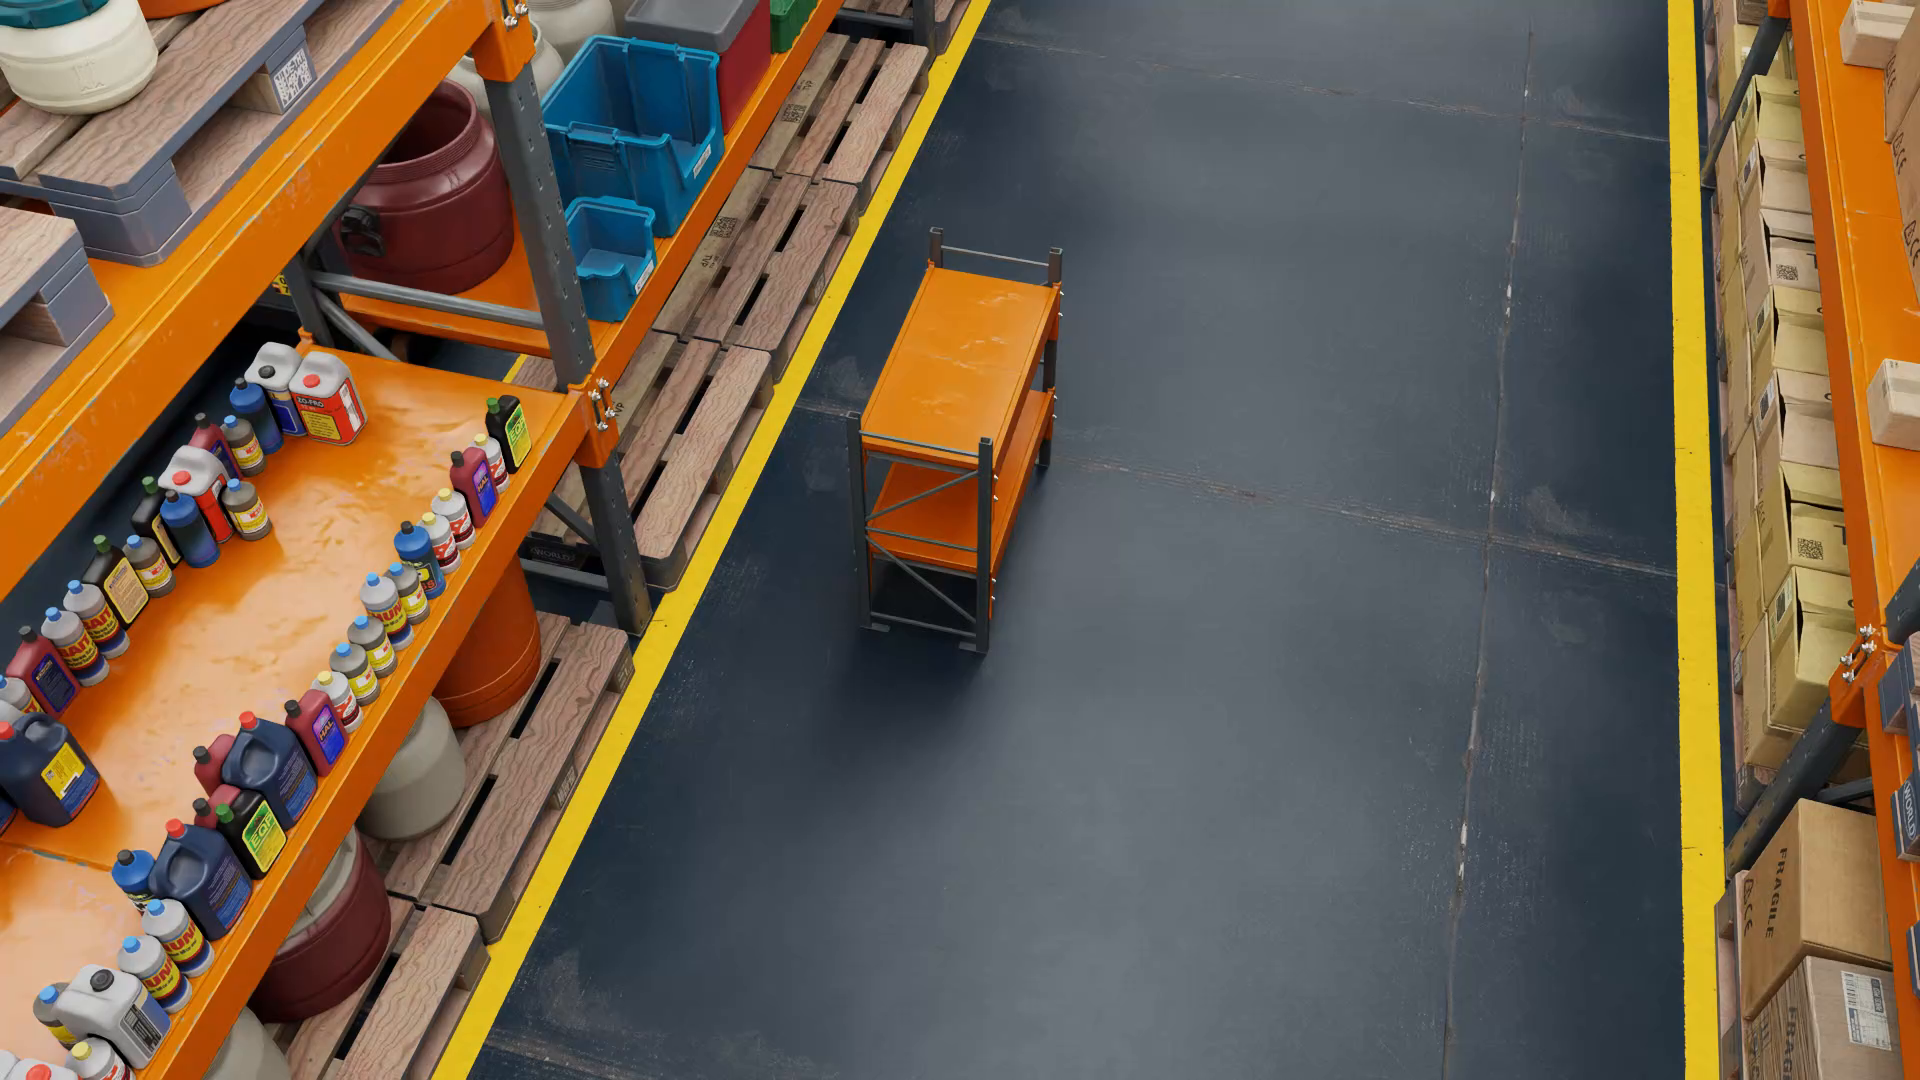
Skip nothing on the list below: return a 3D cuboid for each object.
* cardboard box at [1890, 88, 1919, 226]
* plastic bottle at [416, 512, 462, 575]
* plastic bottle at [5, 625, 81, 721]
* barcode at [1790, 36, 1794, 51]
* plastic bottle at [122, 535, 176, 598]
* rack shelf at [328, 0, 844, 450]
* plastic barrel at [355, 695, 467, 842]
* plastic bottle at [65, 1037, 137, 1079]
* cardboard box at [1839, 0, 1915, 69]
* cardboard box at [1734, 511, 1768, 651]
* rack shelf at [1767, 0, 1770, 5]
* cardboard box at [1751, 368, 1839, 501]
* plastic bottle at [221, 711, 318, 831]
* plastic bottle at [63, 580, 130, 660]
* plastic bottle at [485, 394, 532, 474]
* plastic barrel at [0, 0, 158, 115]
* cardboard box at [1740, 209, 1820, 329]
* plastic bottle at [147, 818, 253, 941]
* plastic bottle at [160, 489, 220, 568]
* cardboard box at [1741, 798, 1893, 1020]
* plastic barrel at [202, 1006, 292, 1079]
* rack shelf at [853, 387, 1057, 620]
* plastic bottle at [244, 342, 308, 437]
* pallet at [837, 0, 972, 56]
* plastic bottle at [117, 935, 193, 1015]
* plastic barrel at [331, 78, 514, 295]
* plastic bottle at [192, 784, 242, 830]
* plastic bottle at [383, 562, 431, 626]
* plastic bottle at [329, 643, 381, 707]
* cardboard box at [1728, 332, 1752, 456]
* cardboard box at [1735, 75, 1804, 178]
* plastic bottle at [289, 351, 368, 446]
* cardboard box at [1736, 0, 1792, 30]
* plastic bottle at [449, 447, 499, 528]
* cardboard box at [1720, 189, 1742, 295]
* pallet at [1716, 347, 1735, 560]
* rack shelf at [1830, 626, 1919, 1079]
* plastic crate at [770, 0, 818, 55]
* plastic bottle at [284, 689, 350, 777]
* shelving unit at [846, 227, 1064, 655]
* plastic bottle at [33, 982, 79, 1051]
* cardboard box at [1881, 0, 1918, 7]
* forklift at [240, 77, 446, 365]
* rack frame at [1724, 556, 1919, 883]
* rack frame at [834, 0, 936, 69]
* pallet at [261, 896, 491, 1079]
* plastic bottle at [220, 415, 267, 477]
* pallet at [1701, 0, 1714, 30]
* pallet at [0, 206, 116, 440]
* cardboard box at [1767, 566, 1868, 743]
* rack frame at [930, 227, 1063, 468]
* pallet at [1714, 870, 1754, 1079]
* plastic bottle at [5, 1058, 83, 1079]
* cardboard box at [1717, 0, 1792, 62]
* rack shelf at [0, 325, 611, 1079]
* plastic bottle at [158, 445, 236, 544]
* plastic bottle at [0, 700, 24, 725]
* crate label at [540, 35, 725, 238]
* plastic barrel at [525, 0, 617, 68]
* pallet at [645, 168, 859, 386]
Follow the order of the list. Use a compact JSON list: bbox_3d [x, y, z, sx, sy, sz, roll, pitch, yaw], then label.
[{"bbox_3d":[3.661,-1.410,5.846,0.500,0.500,0.500,12,50,10],"label":"cardboard box"},{"bbox_3d":[-1.511,0.000,4.801,0.097,0.201,0.097,0,49,0],"label":"plastic bottle"},{"bbox_3d":[-2.455,0.355,4.433,0.061,0.283,0.133,12,50,10],"label":"plastic bottle"},{"bbox_3d":[3.680,-2.206,7.349,0.001,0.075,0.075,12,50,10],"label":"barcode"},{"bbox_3d":[-2.321,0.065,4.743,0.097,0.201,0.097,0,49,0],"label":"plastic bottle"},{"bbox_3d":[-1.155,-1.968,6.885,1.077,0.370,4.000,12,50,10],"label":"rack shelf"},{"bbox_3d":[-1.856,0.708,5.423,0.421,0.512,0.421,0,49,0],"label":"plastic barrel"},{"bbox_3d":[-1.944,1.192,3.749,0.097,0.201,0.097,0,49,0],"label":"plastic bottle"},{"bbox_3d":[3.719,-1.989,6.591,0.380,0.149,0.250,12,50,10],"label":"cardboard box"},{"bbox_3d":[3.132,0.189,6.055,0.500,0.250,0.500,11,49,10],"label":"cardboard box"},{"bbox_3d":[4.676,-3.881,8.573,1.077,0.370,4.000,12,50,10],"label":"rack shelf"},{"bbox_3d":[3.263,-0.363,6.169,0.500,0.311,0.500,11,50,10],"label":"cardboard box"},{"bbox_3d":[-1.759,0.567,4.200,0.144,0.351,0.185,12,50,10],"label":"plastic bottle"},{"bbox_3d":[-2.382,0.209,4.570,0.097,0.271,0.097,0,49,0],"label":"plastic bottle"},{"bbox_3d":[-1.376,-0.344,5.050,0.061,0.283,0.133,12,50,10],"label":"plastic bottle"},{"bbox_3d":[-1.822,-1.041,3.398,0.301,0.262,0.301,0,49,0],"label":"plastic barrel"},{"bbox_3d":[3.528,-1.102,6.820,0.500,0.311,0.500,10,49,9],"label":"cardboard box"},{"bbox_3d":[-1.843,0.797,3.997,0.144,0.351,0.185,12,50,10],"label":"plastic bottle"},{"bbox_3d":[-2.227,-0.043,4.792,0.097,0.271,0.097,0,49,0],"label":"plastic bottle"},{"bbox_3d":[2.701,1.175,5.005,0.500,0.500,0.500,13,50,12],"label":"cardboard box"},{"bbox_3d":[-2.153,1.525,4.702,0.421,0.512,0.421,0,49,0],"label":"plastic barrel"},{"bbox_3d":[-0.002,-0.206,6.426,0.538,0.278,1.000,12,50,10],"label":"rack shelf"},{"bbox_3d":[-2.107,-0.469,5.165,0.152,0.276,0.135,12,50,10],"label":"plastic bottle"},{"bbox_3d":[-0.412,-3.208,9.359,1.003,0.211,1.213,12,50,10],"label":"pallet"},{"bbox_3d":[-1.883,1.001,3.871,0.097,0.271,0.097,0,49,0],"label":"plastic bottle"},{"bbox_3d":[-1.851,-1.200,5.637,0.600,0.536,0.708,12,50,10],"label":"plastic barrel"},{"bbox_3d":[-1.820,0.701,4.128,0.061,0.283,0.133,12,50,10],"label":"plastic bottle"},{"bbox_3d":[-1.562,0.141,4.676,0.097,0.201,0.097,0,49,0],"label":"plastic bottle"},{"bbox_3d":[-1.639,0.352,4.490,0.097,0.201,0.097,0,49,0],"label":"plastic bottle"},{"bbox_3d":[3.400,-0.546,6.704,0.500,0.250,0.500,12,50,11],"label":"cardboard box"},{"bbox_3d":[3.800,-1.837,7.470,0.500,0.311,0.500,12,50,10],"label":"cardboard box"},{"bbox_3d":[-1.960,-0.439,5.139,0.152,0.276,0.135,12,50,10],"label":"plastic bottle"},{"bbox_3d":[4.203,-2.888,8.271,0.500,0.500,0.500,12,50,10],"label":"cardboard box"},{"bbox_3d":[-1.437,-0.177,4.902,0.061,0.283,0.133,12,50,10],"label":"plastic bottle"},{"bbox_3d":[3.668,-1.289,7.360,0.500,0.250,0.500,13,50,11],"label":"cardboard box"},{"bbox_3d":[3.674,-0.324,6.814,1.003,0.211,1.213,12,50,10],"label":"pallet"},{"bbox_3d":[2.570,1.905,3.466,1.077,0.370,4.000,12,50,10],"label":"rack shelf"},{"bbox_3d":[-0.815,-2.267,6.811,0.450,0.188,0.662,12,50,10],"label":"plastic crate"},{"bbox_3d":[-1.677,0.483,4.320,0.061,0.283,0.133,12,50,10],"label":"plastic bottle"},{"bbox_3d":[-0.002,-0.367,6.243,0.538,1.125,1.048,12,50,10],"label":"shelving unit"},{"bbox_3d":[-2.065,1.091,3.838,0.097,0.201,0.097,0,49,0],"label":"plastic bottle"},{"bbox_3d":[4.062,-2.258,6.761,0.500,0.250,0.500,14,50,12],"label":"cardboard box"},{"bbox_3d":[-2.831,-2.075,6.545,1.130,2.935,3.031,12,50,10],"label":"forklift"},{"bbox_3d":[3.096,0.221,4.473,1.000,3.000,0.127,12,50,10],"label":"rack frame"},{"bbox_3d":[-0.629,-3.653,7.892,1.000,3.000,0.127,12,50,10],"label":"rack frame"},{"bbox_3d":[-2.172,1.621,5.097,1.003,0.211,1.213,12,50,10],"label":"pallet"},{"bbox_3d":[-2.190,-0.296,5.062,0.097,0.201,0.097,0,49,0],"label":"plastic bottle"},{"bbox_3d":[4.718,-3.202,9.354,1.003,0.211,1.213,12,50,10],"label":"pallet"},{"bbox_3d":[-2.326,-0.204,2.973,1.003,0.211,1.213,12,50,10],"label":"pallet"},{"bbox_3d":[2.997,0.379,5.514,0.500,0.311,0.500,13,50,11],"label":"cardboard box"},{"bbox_3d":[0.132,-0.735,6.567,0.500,1.125,0.032,12,50,10],"label":"rack frame"},{"bbox_3d":[2.863,1.676,5.049,1.003,0.211,1.213,12,50,10],"label":"pallet"},{"bbox_3d":[-2.001,1.245,3.652,0.152,0.276,0.135,12,50,10],"label":"plastic bottle"},{"bbox_3d":[4.201,-2.640,8.552,0.500,0.250,0.500,12,50,10],"label":"cardboard box"},{"bbox_3d":[-2.208,0.925,4.331,1.077,0.370,4.000,12,50,10],"label":"rack shelf"},{"bbox_3d":[-2.229,-0.135,4.870,0.152,0.276,0.135,12,50,10],"label":"plastic bottle"},{"bbox_3d":[-2.472,0.534,4.280,0.152,0.276,0.135,12,50,10],"label":"plastic bottle"},{"bbox_3d":[-1.159,-1.436,5.912,0.502,0.435,0.616,12,50,10],"label":"crate label"},{"bbox_3d":[-1.506,-1.887,6.259,0.421,0.512,0.421,0,49,0],"label":"plastic barrel"},{"bbox_3d":[-1.117,-1.269,7.648,1.003,0.211,1.213,12,50,10],"label":"pallet"}]
